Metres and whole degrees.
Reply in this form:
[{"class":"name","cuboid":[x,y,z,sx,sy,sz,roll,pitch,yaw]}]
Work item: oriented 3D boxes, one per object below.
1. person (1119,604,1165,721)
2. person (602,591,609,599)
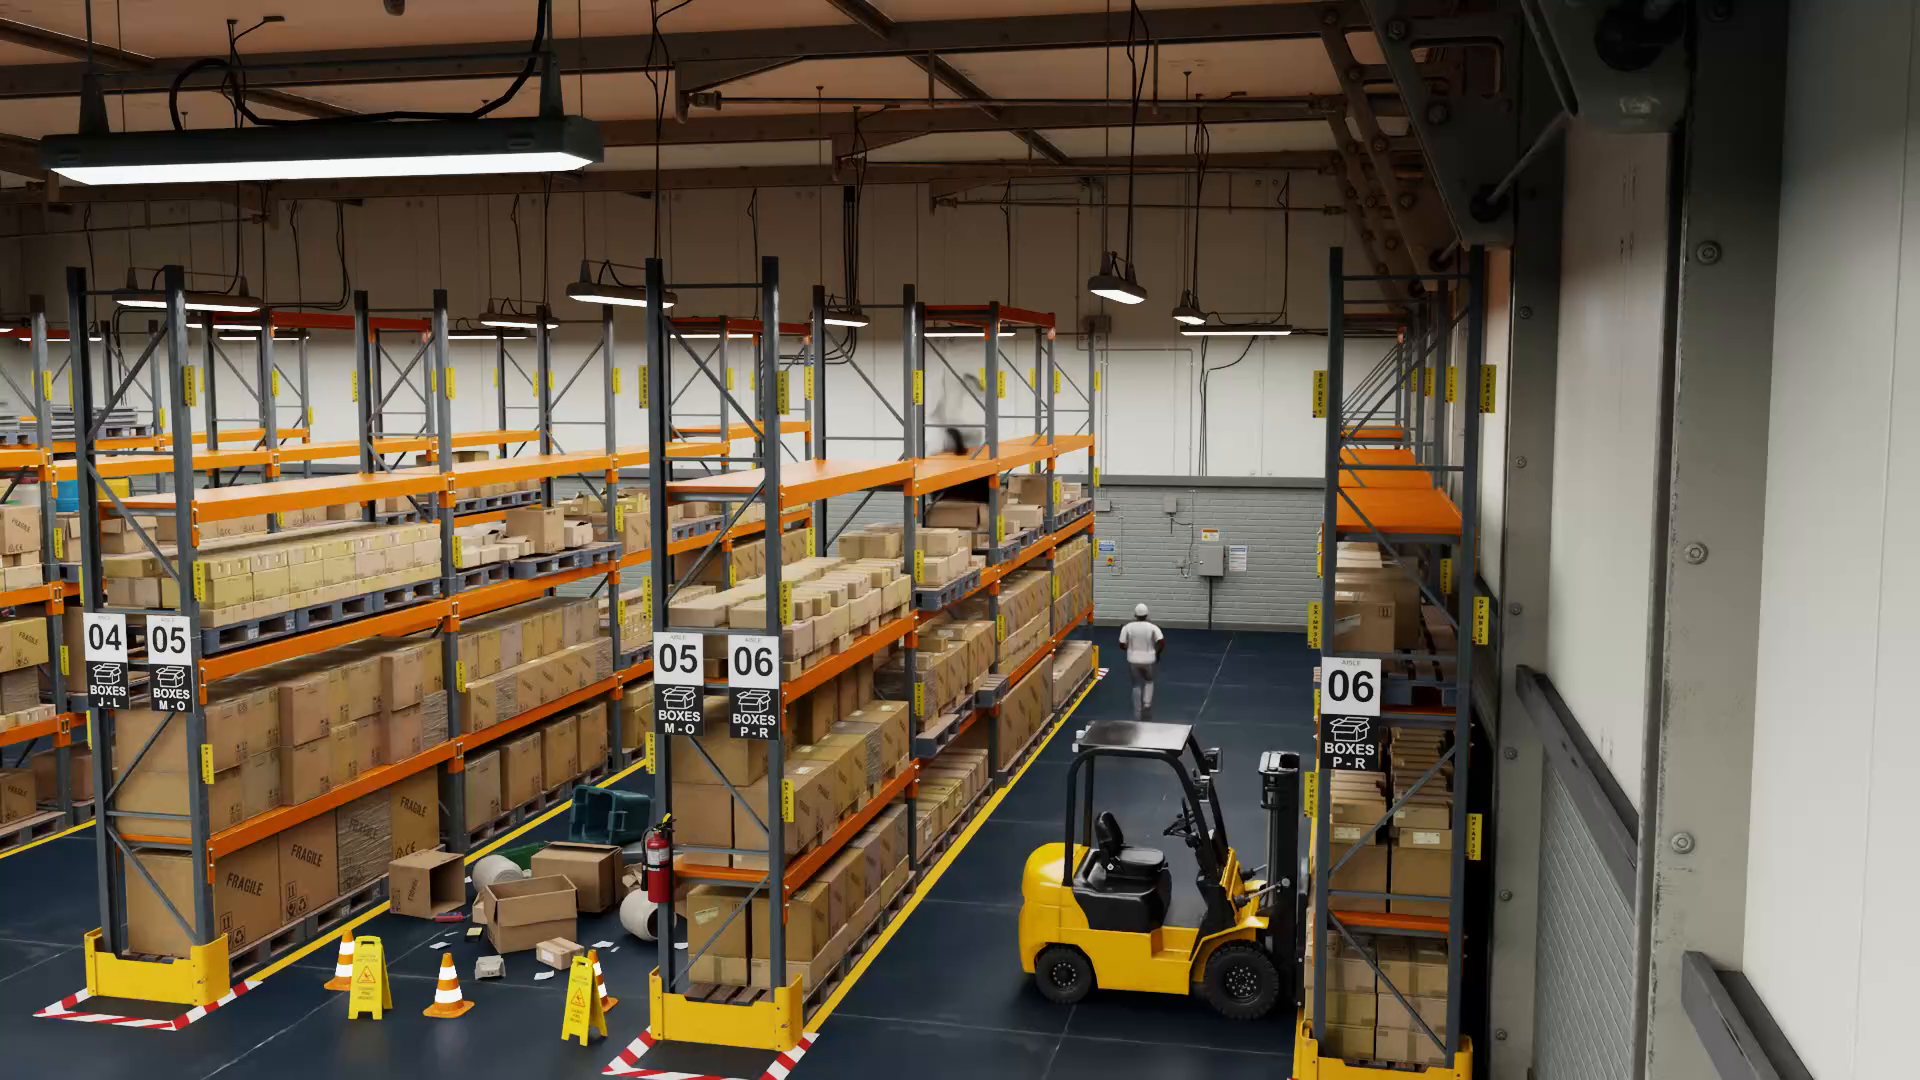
[{"class":"person","cuboid":[2.714,1.797,24.732,0.684,1.741,0.618,1,6,10]},{"class":"person","cuboid":[-5.488,1.670,26.042,0.732,1.784,0.854,1,6,9]}]
